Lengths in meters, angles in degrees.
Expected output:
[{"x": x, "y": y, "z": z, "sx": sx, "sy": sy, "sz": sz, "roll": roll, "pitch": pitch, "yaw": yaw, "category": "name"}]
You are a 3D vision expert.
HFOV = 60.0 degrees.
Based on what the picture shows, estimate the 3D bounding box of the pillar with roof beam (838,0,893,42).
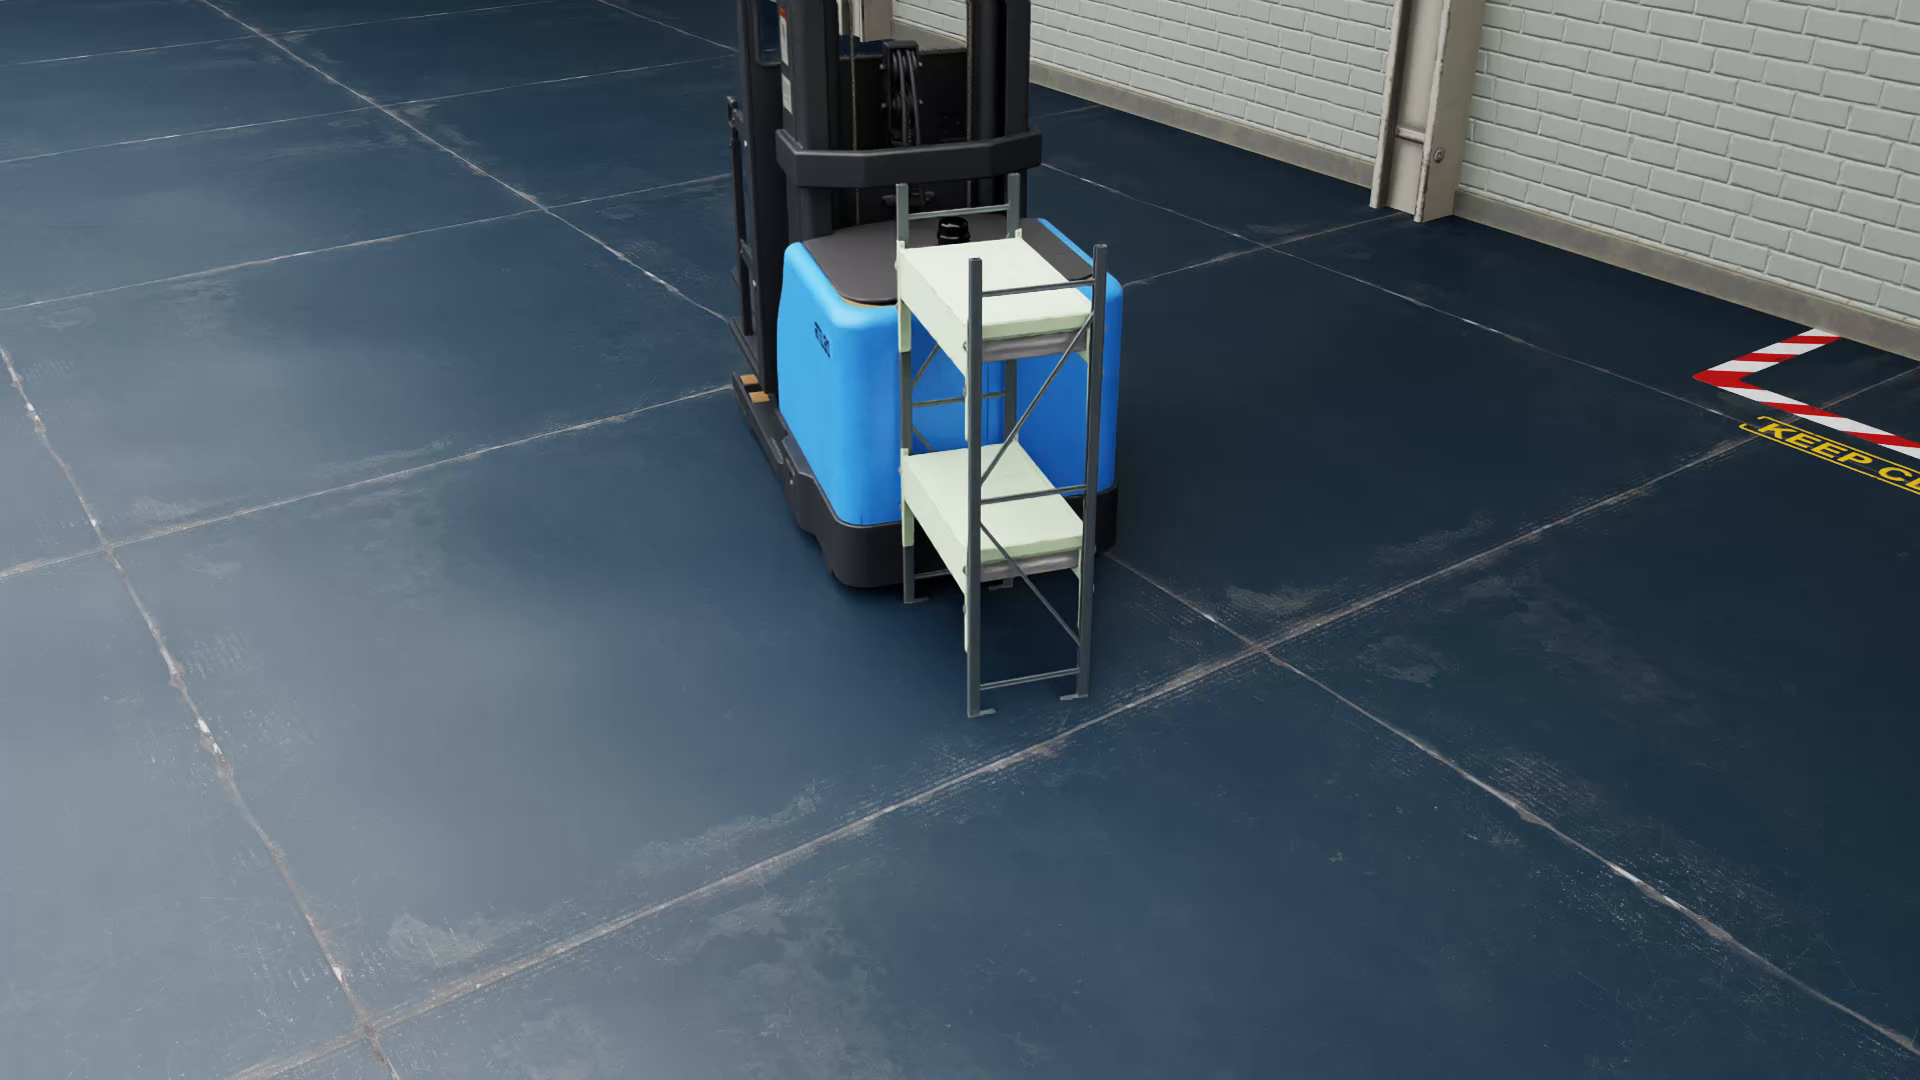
[{"x": -4.309, "y": -7.053, "z": 9.808, "sx": 9.100, "sy": 9.000, "sz": 0.400, "roll": -19, "pitch": 34, "yaw": -31, "category": "pillar with roof beam"}]

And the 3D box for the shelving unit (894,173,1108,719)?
[{"x": 0.106, "y": -0.297, "z": 5.225, "sx": 0.431, "sy": 1.500, "sz": 0.755, "roll": -9, "pitch": 30, "yaw": -15, "category": "shelving unit"}]

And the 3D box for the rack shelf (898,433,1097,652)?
[{"x": 0.106, "y": -0.010, "z": 5.381, "sx": 0.431, "sy": 0.370, "sz": 0.720, "roll": -9, "pitch": 30, "yaw": -15, "category": "rack shelf"}]

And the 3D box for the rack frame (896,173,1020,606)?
[{"x": -0.004, "y": -0.463, "z": 5.532, "sx": 0.400, "sy": 1.500, "sz": 0.023, "roll": -9, "pitch": 30, "yaw": -15, "category": "rack frame"}]

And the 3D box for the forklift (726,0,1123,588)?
[{"x": -0.359, "y": -1.808, "z": 6.508, "sx": 1.130, "sy": 2.935, "sz": 3.031, "roll": -9, "pitch": 30, "yaw": -15, "category": "forklift"}]

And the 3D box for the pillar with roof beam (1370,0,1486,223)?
[{"x": -0.828, "y": -4.720, "z": 5.513, "sx": 9.100, "sy": 9.000, "sz": 0.400, "roll": -19, "pitch": 34, "yaw": -31, "category": "pillar with roof beam"}]

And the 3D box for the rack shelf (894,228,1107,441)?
[{"x": 0.106, "y": -0.640, "z": 5.039, "sx": 0.431, "sy": 0.370, "sz": 0.720, "roll": -9, "pitch": 30, "yaw": -15, "category": "rack shelf"}]

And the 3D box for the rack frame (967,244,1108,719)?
[{"x": 0.216, "y": -0.130, "z": 4.918, "sx": 0.400, "sy": 1.500, "sz": 0.023, "roll": -9, "pitch": 30, "yaw": -15, "category": "rack frame"}]
